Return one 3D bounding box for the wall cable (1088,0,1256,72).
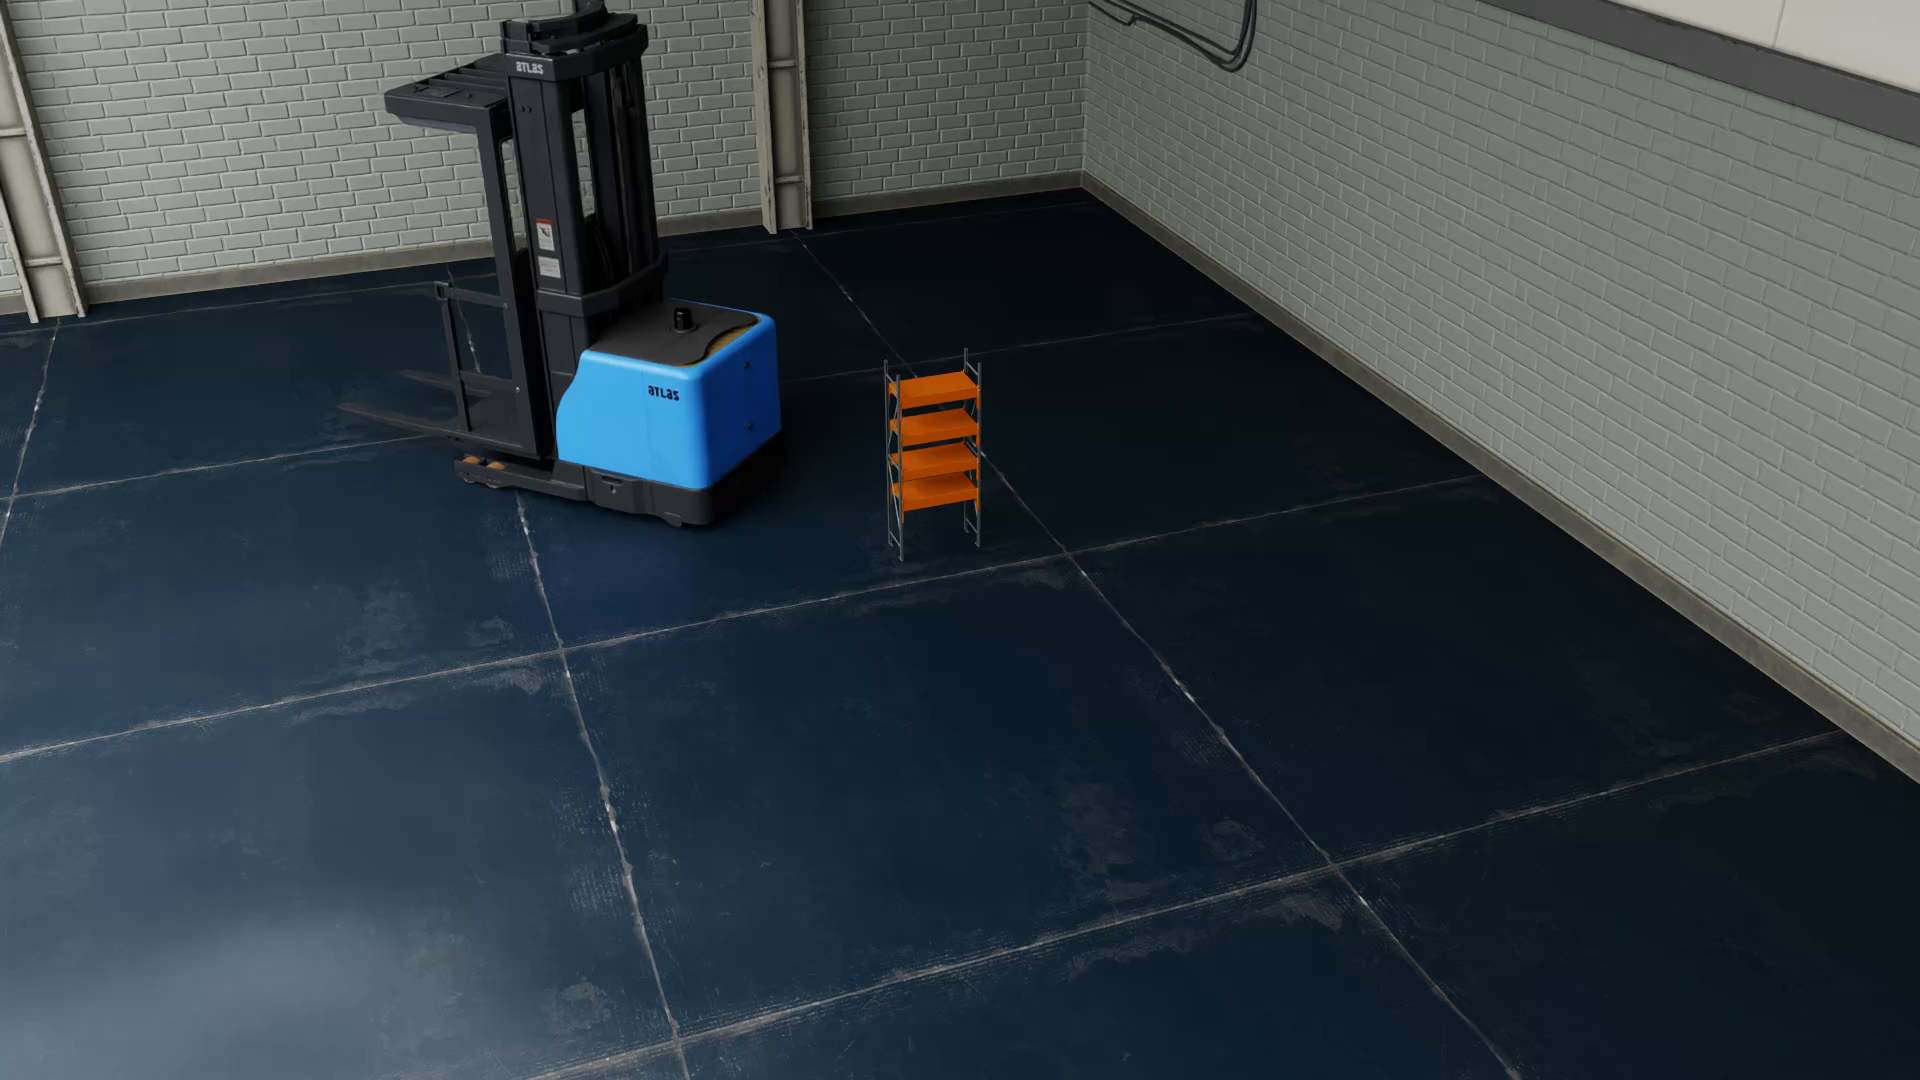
[{"bbox_3d":[1.659,-5.306,13.459,0.112,2.526,3.097,-10,31,-18],"label":"wall cable"}]

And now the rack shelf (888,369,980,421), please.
[{"bbox_3d":[-0.155,-0.834,9.559,0.480,0.148,0.258,-10,31,-18],"label":"rack shelf"}]

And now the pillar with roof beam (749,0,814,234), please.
[{"bbox_3d":[-0.062,-4.762,9.369,0.400,9.000,9.100,-10,31,-18],"label":"pillar with roof beam"}]

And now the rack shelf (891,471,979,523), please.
[{"bbox_3d":[-0.155,-0.262,9.885,0.480,0.148,0.258,-10,31,-18],"label":"rack shelf"}]

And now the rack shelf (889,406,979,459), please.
[{"bbox_3d":[-0.155,-0.629,9.676,0.480,0.148,0.258,-10,31,-18],"label":"rack shelf"}]

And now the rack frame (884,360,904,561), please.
[{"bbox_3d":[-0.384,-0.451,9.679,0.015,1.200,0.240,-10,31,-18],"label":"rack frame"}]

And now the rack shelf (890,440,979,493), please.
[{"bbox_3d":[-0.155,-0.434,9.787,0.480,0.148,0.258,-10,31,-18],"label":"rack shelf"}]

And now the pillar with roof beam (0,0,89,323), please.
[{"bbox_3d":[-5.686,-3.727,7.551,0.400,9.000,9.100,-10,31,-18],"label":"pillar with roof beam"}]

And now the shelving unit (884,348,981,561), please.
[{"bbox_3d":[-0.155,-0.493,9.753,0.503,1.200,0.258,-10,31,-18],"label":"shelving unit"}]

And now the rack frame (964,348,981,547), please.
[{"bbox_3d":[0.074,-0.535,9.827,0.015,1.200,0.240,-10,31,-18],"label":"rack frame"}]

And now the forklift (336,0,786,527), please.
[{"bbox_3d":[-2.699,-1.827,10.347,3.031,2.935,1.130,13,32,21],"label":"forklift"}]
